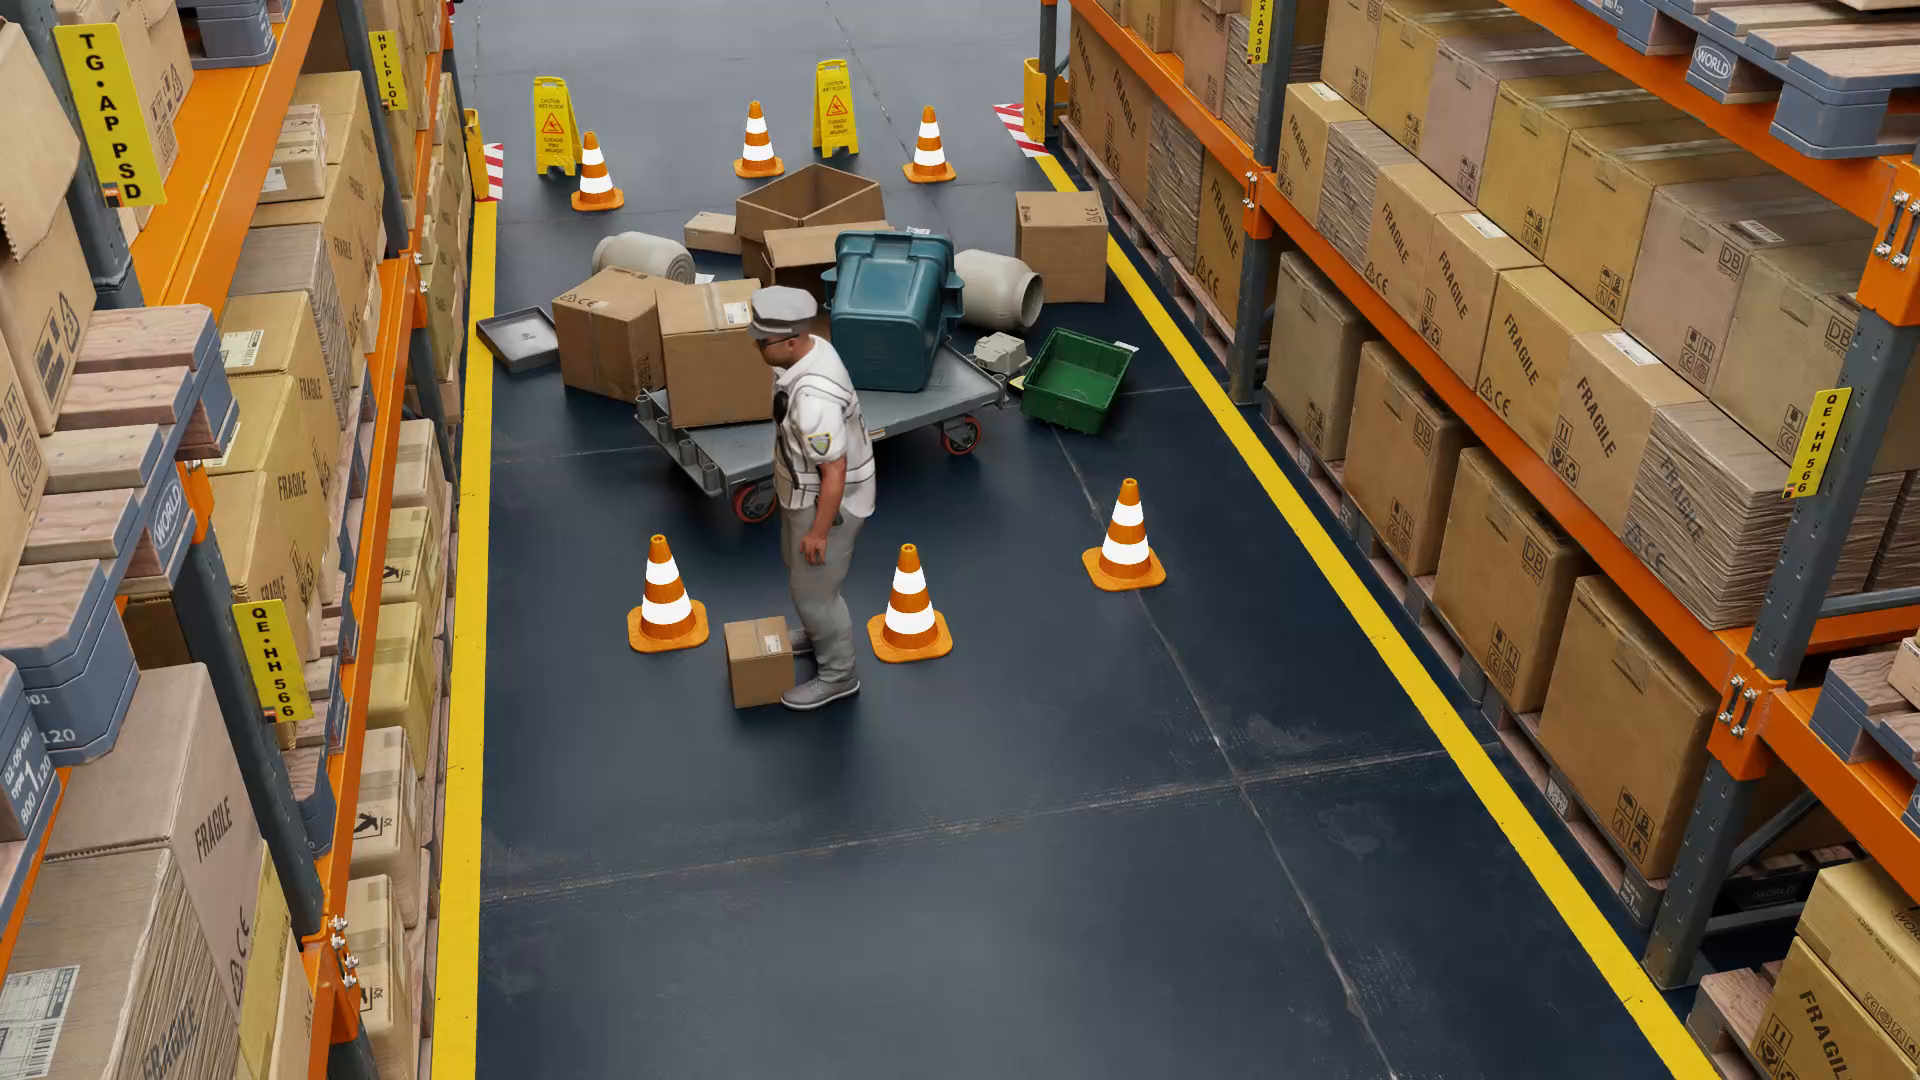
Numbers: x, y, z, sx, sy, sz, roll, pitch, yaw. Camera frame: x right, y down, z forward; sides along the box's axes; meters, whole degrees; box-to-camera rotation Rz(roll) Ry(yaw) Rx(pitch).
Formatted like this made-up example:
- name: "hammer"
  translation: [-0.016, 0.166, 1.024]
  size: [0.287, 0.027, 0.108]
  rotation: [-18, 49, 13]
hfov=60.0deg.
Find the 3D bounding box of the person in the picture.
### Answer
- name: "person"
  translation: [-0.549, -0.163, 6.377]
  size: [0.435, 1.748, 0.590]
  rotation: [-8, 35, -11]
